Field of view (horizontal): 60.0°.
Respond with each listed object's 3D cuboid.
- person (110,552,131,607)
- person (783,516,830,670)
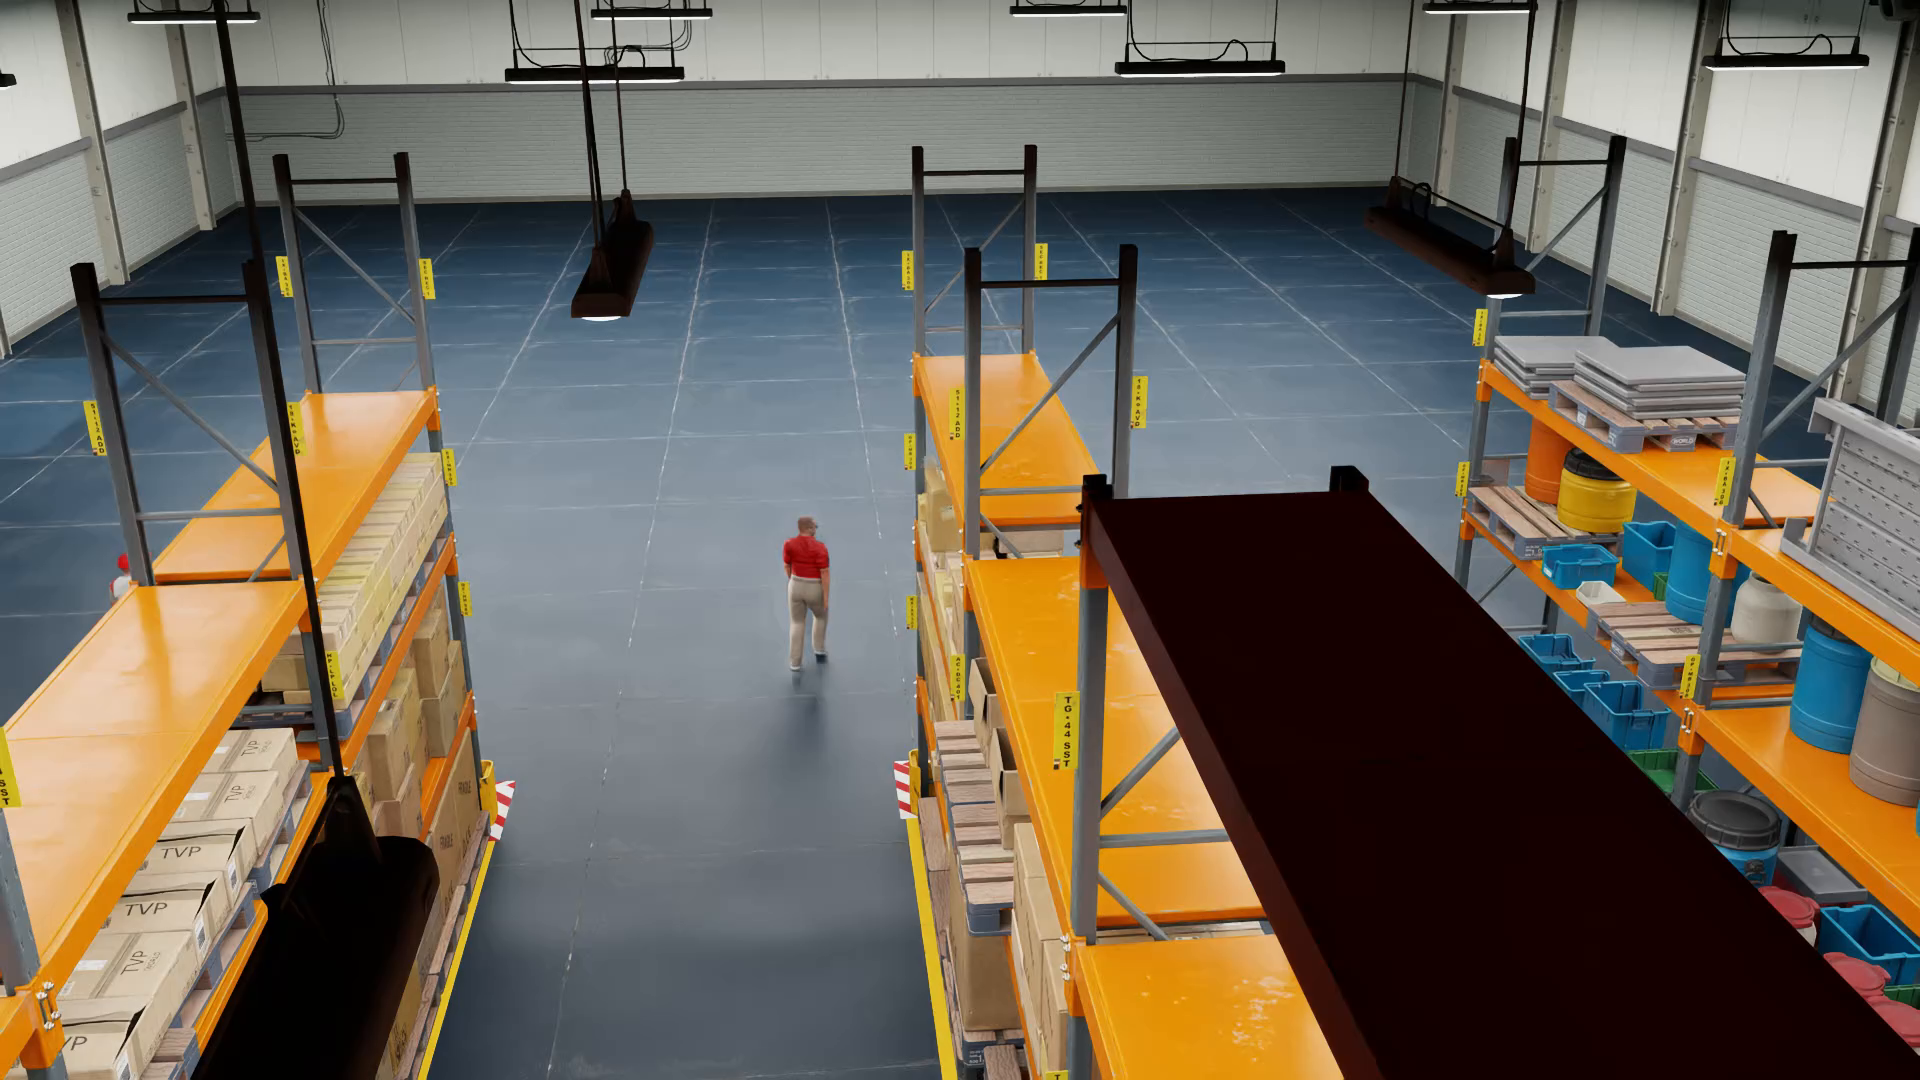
[{"bbox_3d":[-8.249,0.897,16.957,0.575,1.726,1.031,15,26,33],"label":"person"},{"bbox_3d":[-1.624,0.556,17.979,0.564,1.776,0.766,5,22,13],"label":"person"}]
